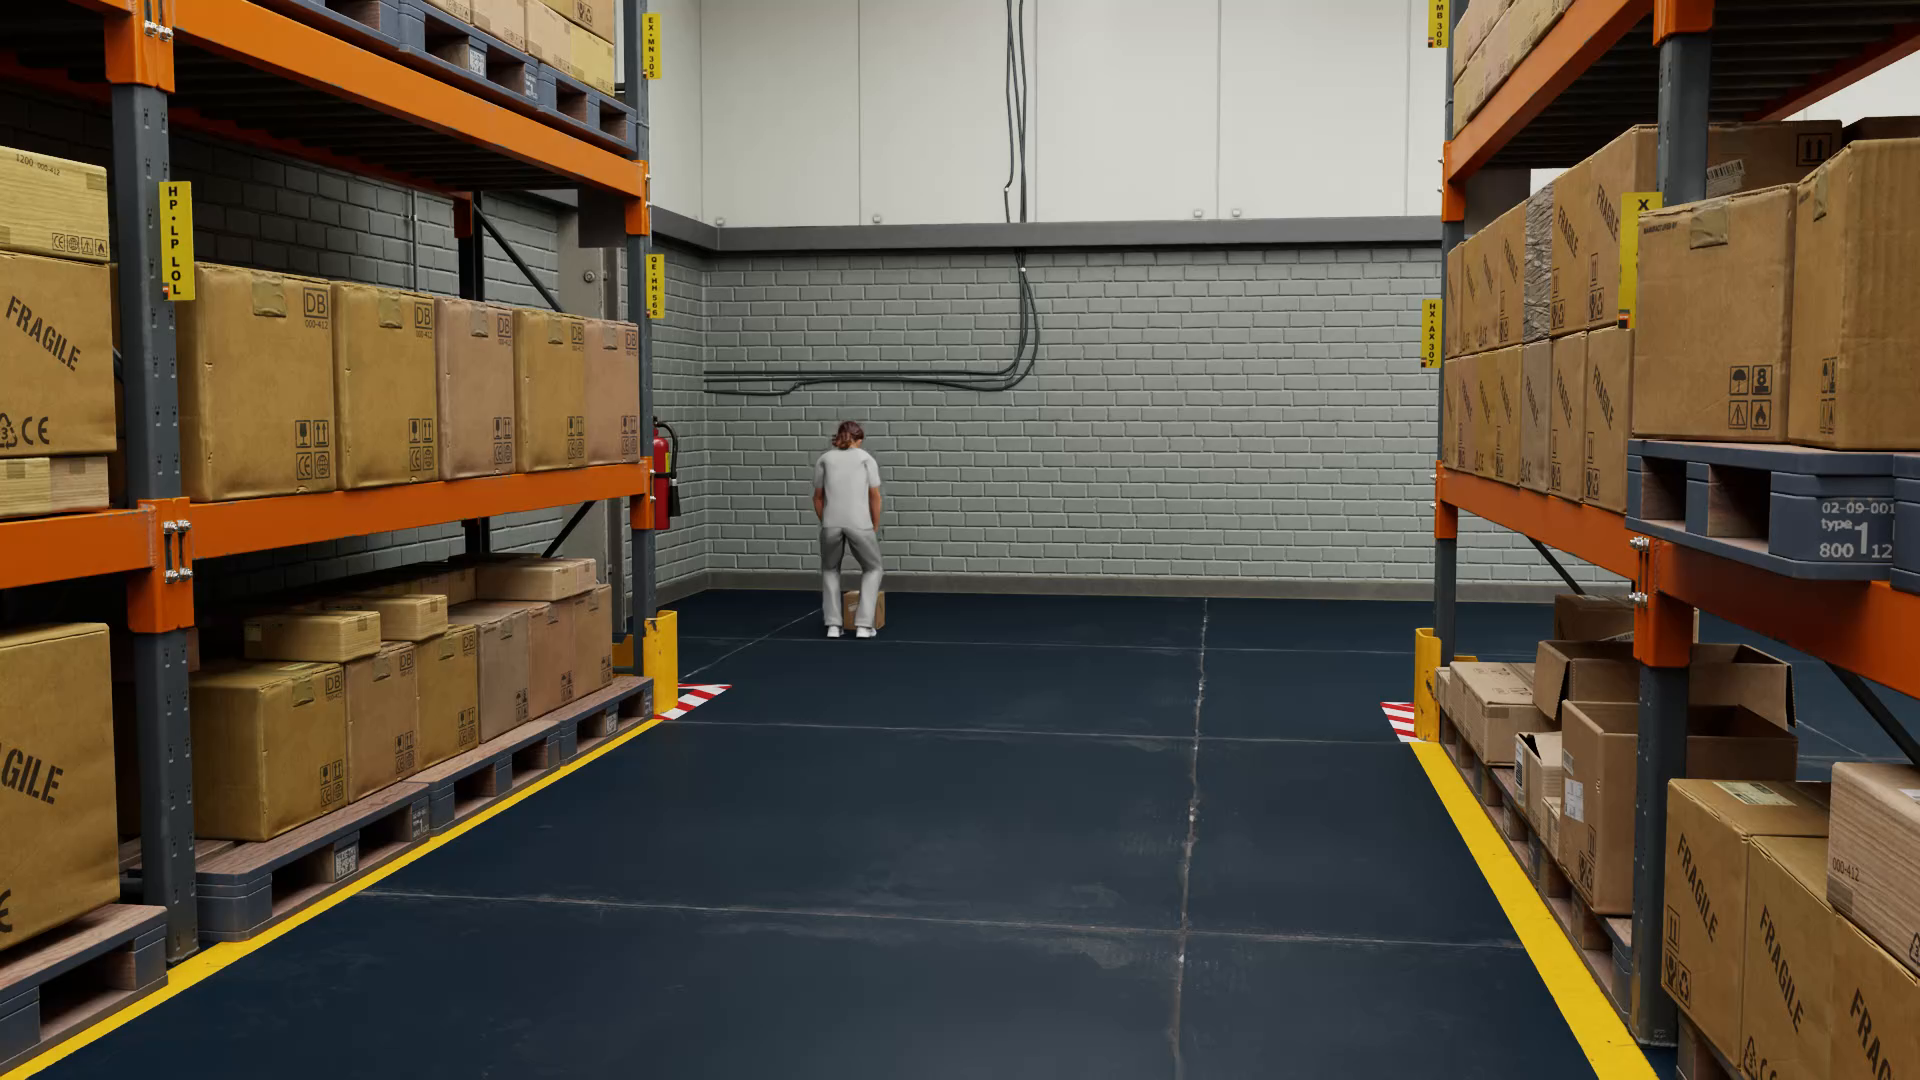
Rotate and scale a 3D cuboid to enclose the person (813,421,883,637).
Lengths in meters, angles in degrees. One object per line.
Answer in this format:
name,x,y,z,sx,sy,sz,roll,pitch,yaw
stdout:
person,-0.790,-0.075,11.503,0.486,1.493,0.553,1,5,9
